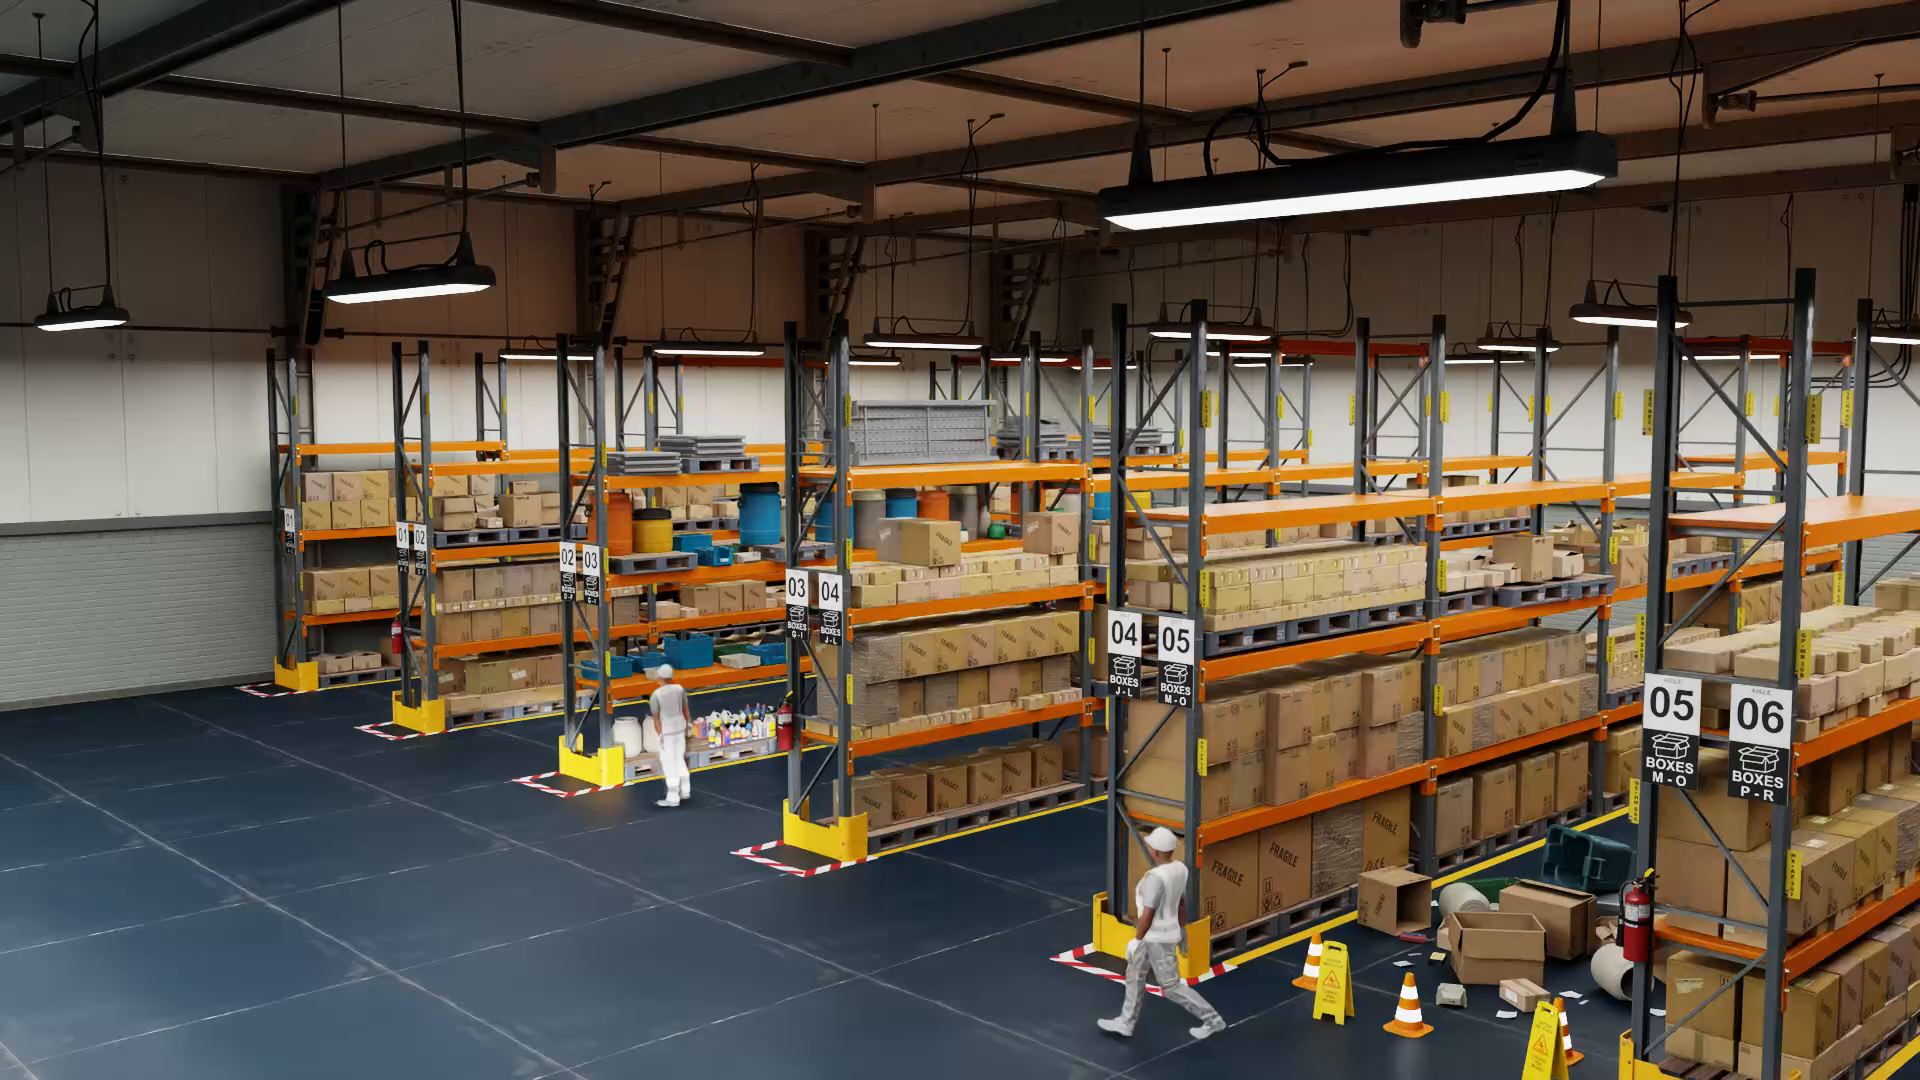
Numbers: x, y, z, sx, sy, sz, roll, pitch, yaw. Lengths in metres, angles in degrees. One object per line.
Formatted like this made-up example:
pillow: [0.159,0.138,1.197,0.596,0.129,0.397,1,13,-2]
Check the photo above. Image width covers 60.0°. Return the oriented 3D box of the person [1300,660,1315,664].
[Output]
person: [4.551,2.365,22.332,0.608,1.756,0.488,-3,6,-28]

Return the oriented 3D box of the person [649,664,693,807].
person: [-3.636,2.444,21.018,0.385,1.799,0.711,3,6,28]

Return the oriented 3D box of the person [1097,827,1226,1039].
person: [1.606,3.146,13.217,1.010,1.756,0.545,0,5,3]
